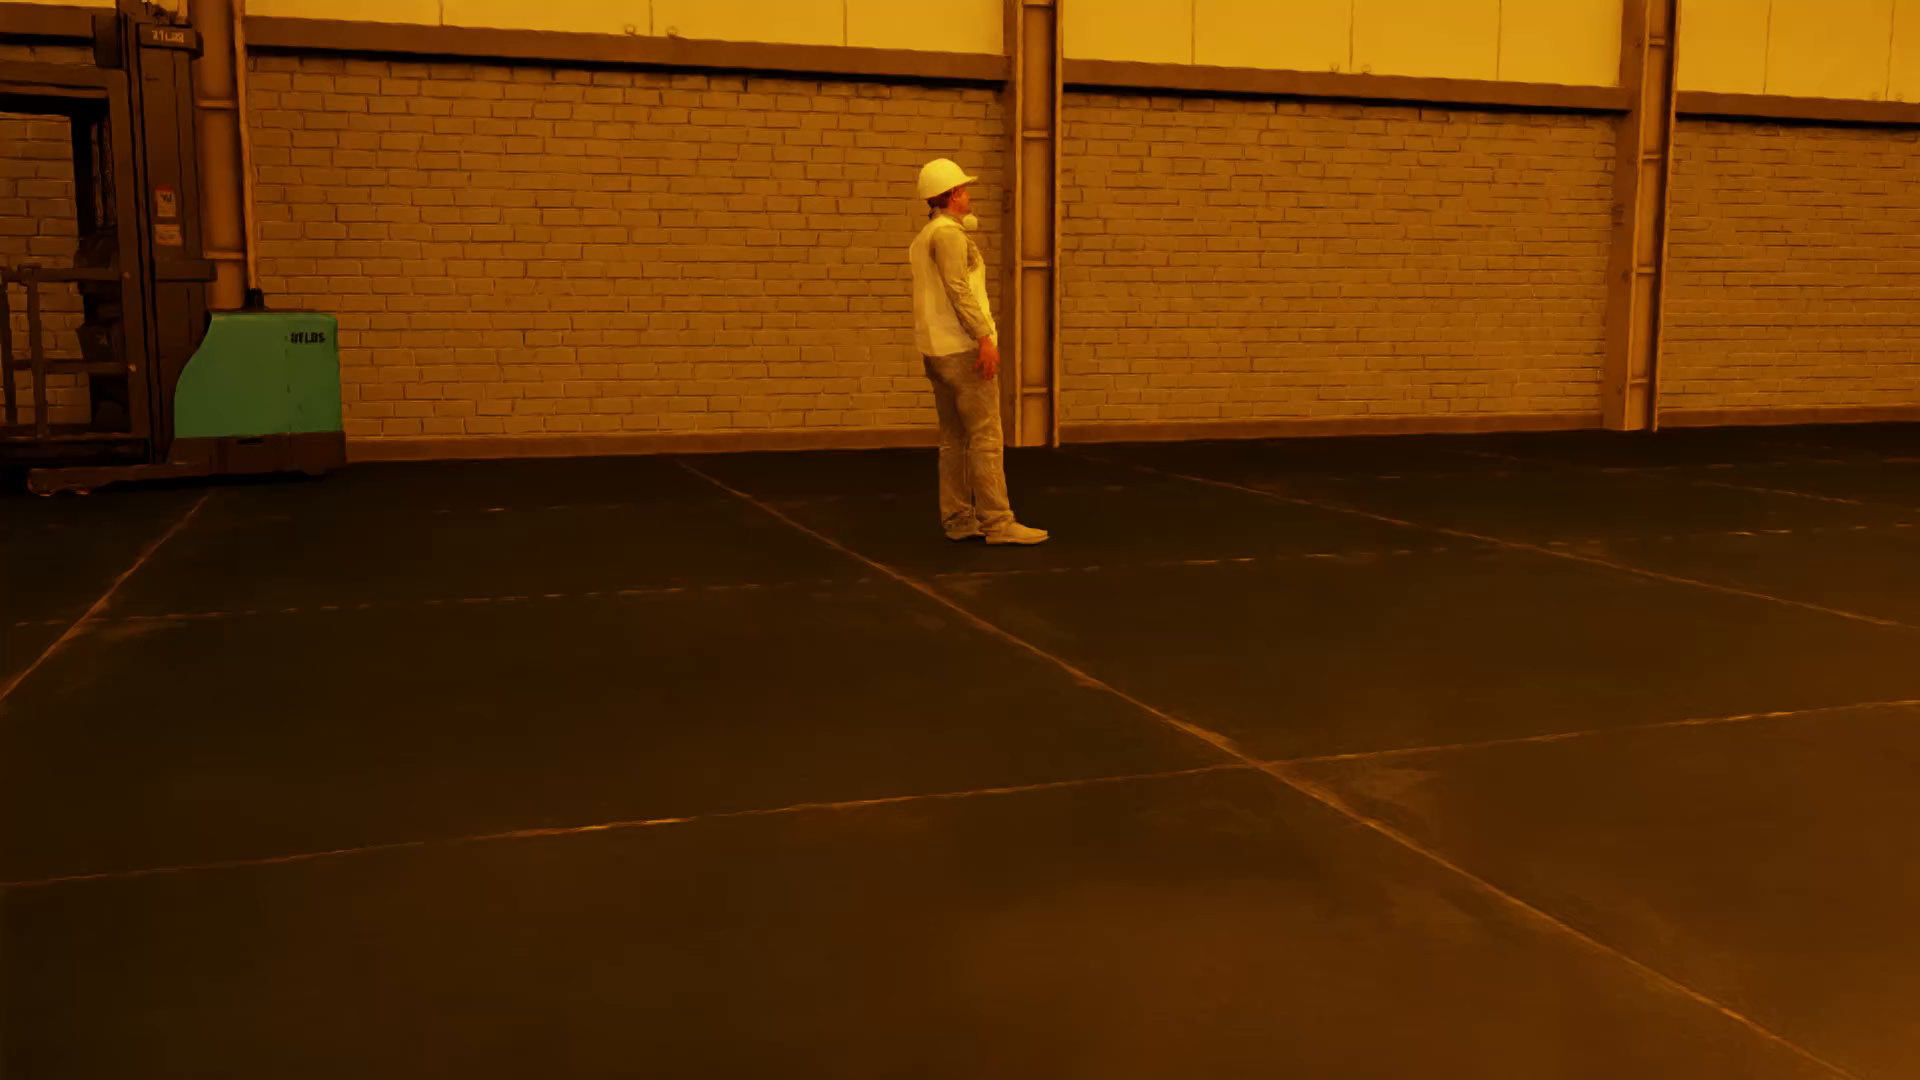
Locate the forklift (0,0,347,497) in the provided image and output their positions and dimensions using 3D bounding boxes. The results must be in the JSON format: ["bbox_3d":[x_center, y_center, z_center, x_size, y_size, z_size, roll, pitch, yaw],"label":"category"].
[{"bbox_3d":[-5.504,-1.788,10.194,3.031,2.935,1.130,-6,10,-38],"label":"forklift"}]

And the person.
[{"bbox_3d":[0.062,-0.888,7.815,0.567,1.773,0.632,-3,8,-18],"label":"person"}]
